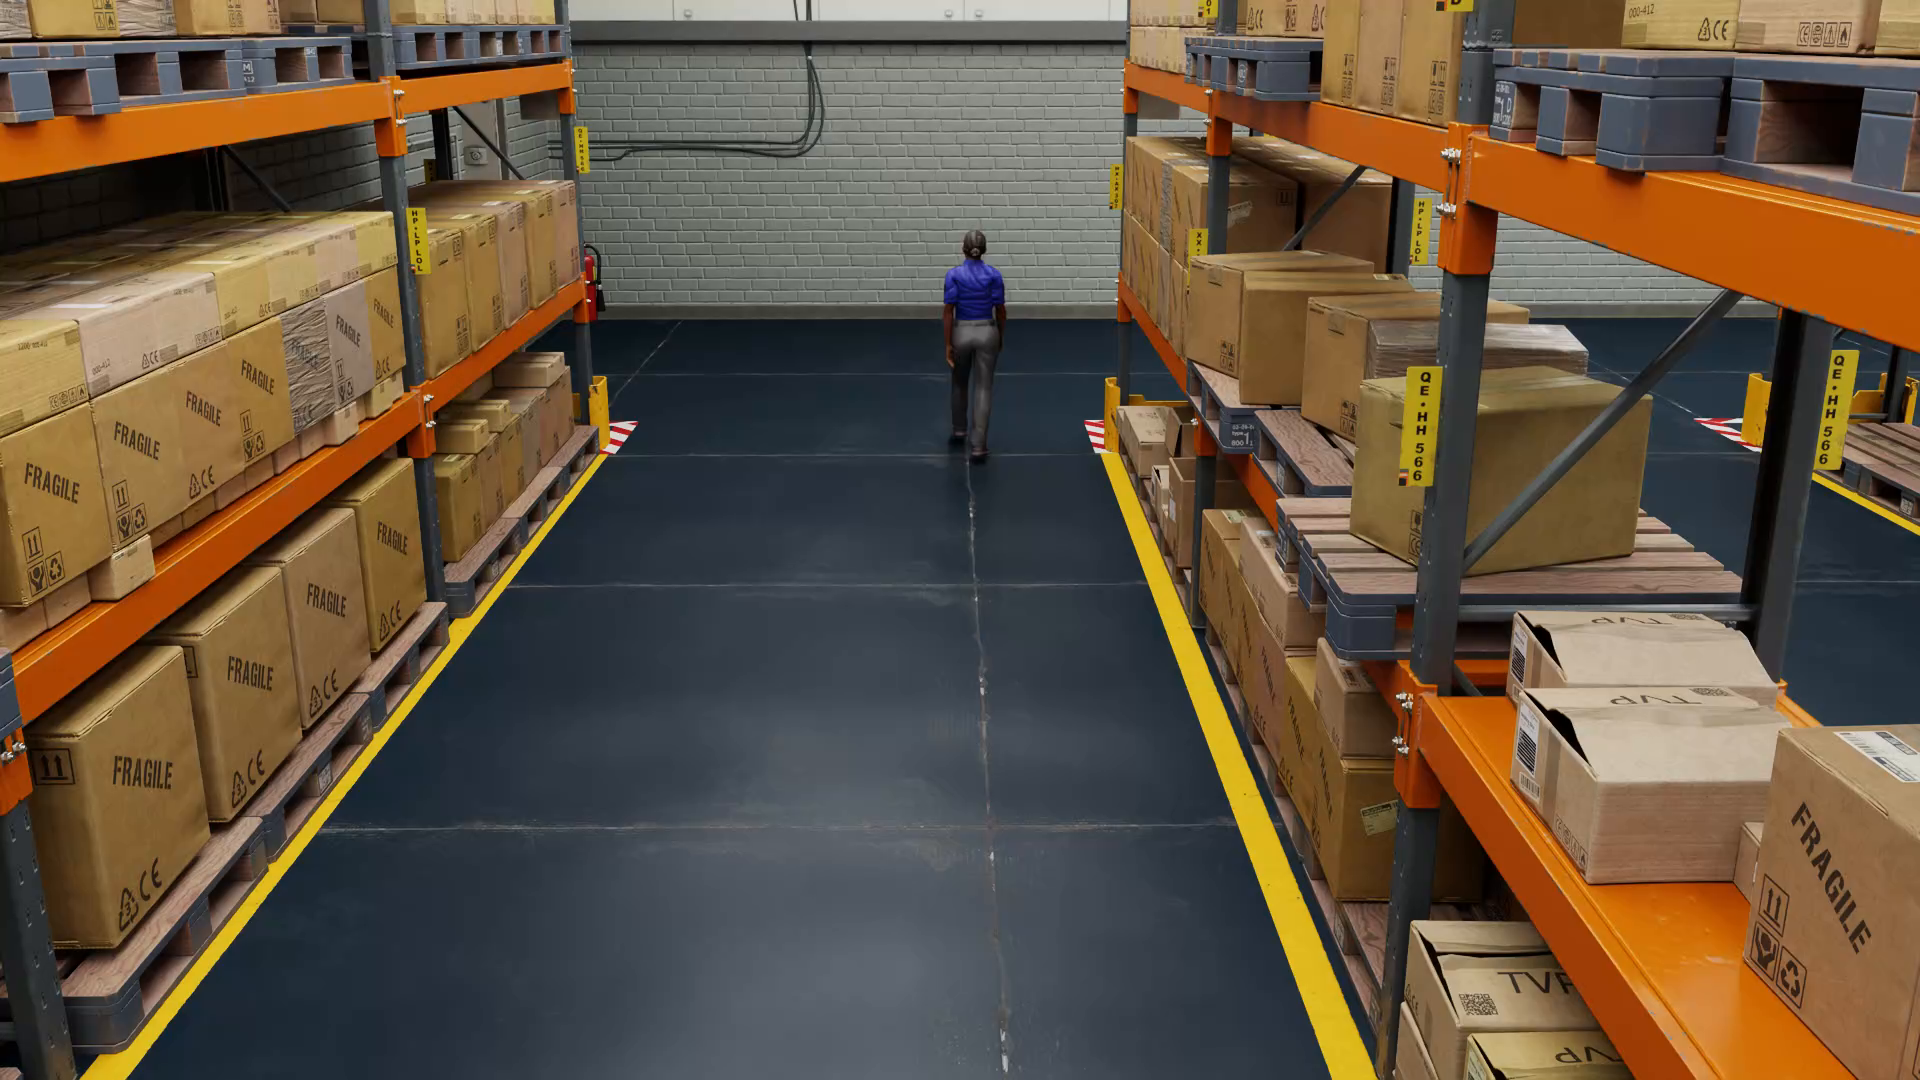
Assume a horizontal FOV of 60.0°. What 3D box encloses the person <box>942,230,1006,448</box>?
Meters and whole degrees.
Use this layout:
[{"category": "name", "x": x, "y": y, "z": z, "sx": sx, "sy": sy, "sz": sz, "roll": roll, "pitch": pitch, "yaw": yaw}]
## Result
[{"category": "person", "x": 0.107, "y": -1.495, "z": 12.185, "sx": 0.460, "sy": 1.541, "sz": 0.767, "roll": 1, "pitch": 17, "yaw": 3}]
